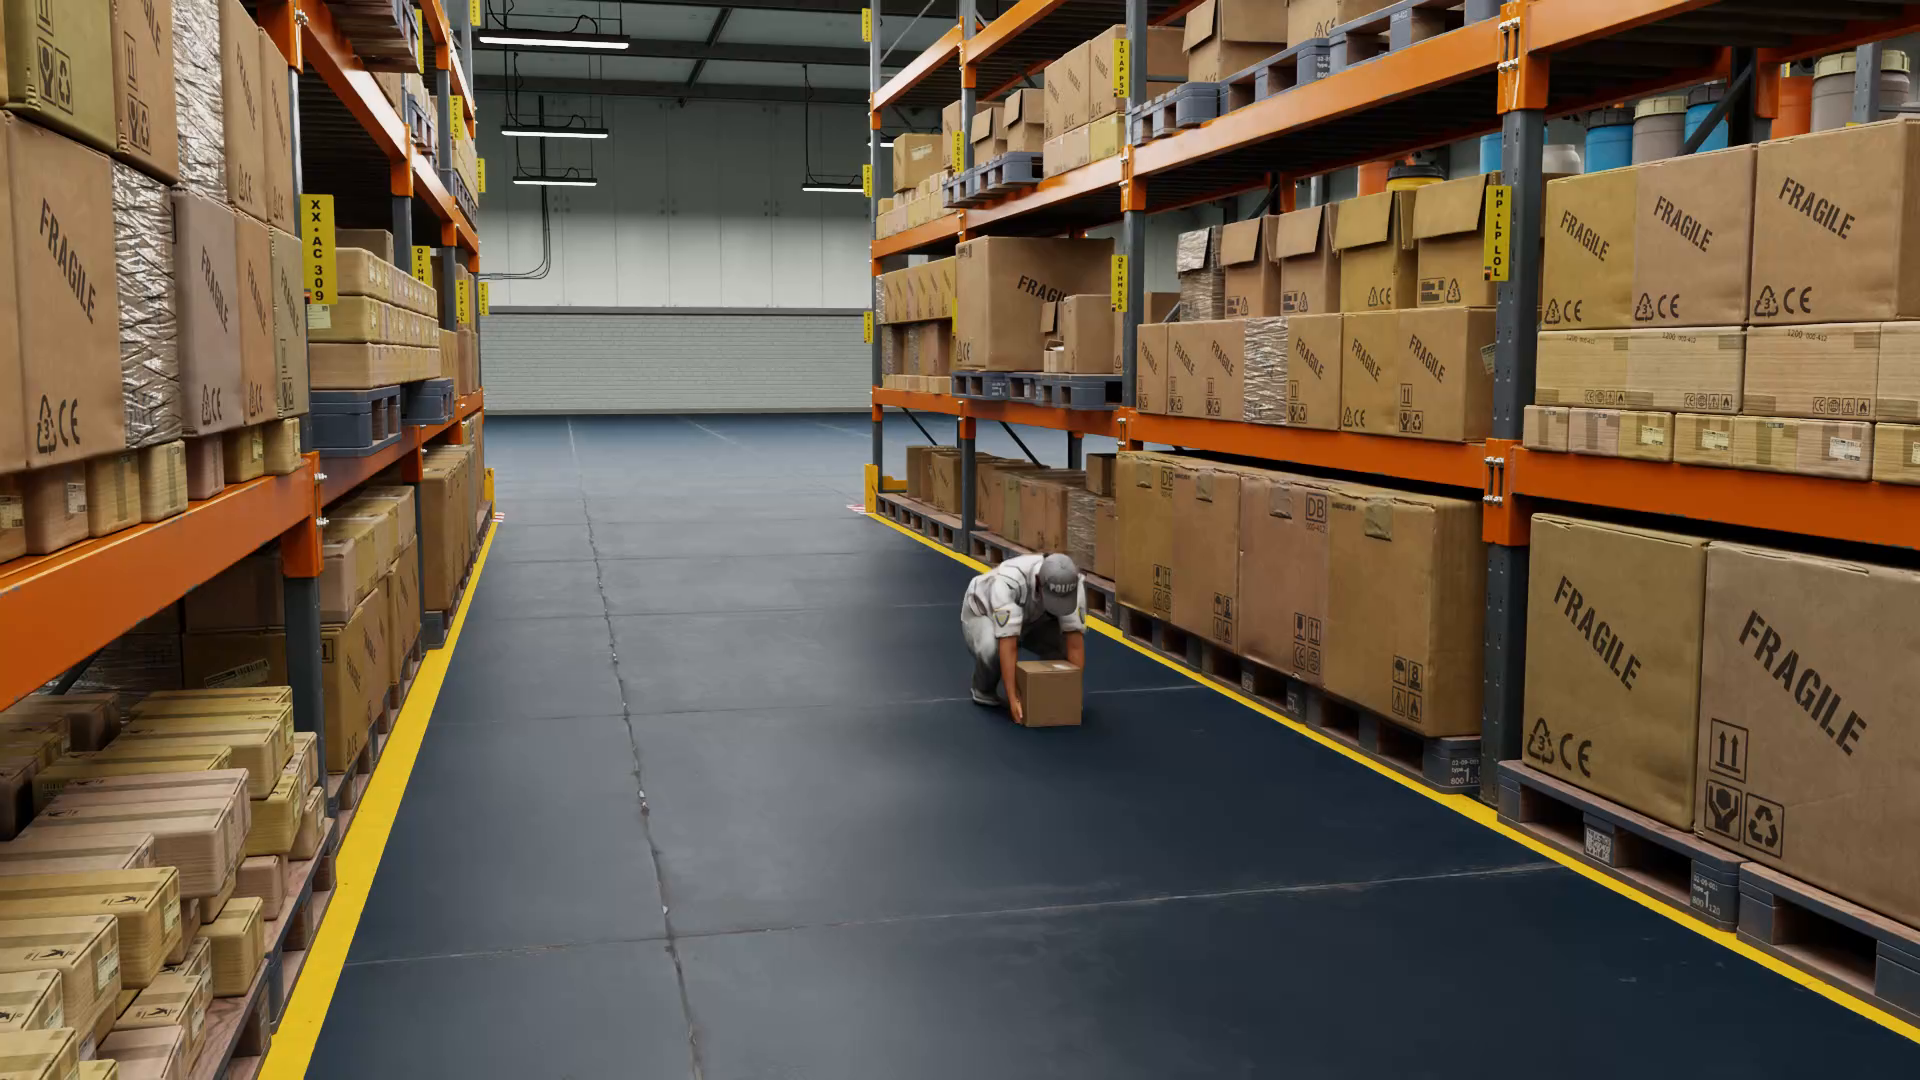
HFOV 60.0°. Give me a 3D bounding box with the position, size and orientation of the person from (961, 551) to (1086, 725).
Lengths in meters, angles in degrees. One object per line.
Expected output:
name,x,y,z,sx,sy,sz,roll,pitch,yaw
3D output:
person,0.305,0.422,7.715,0.531,0.805,0.890,-2,6,-14
